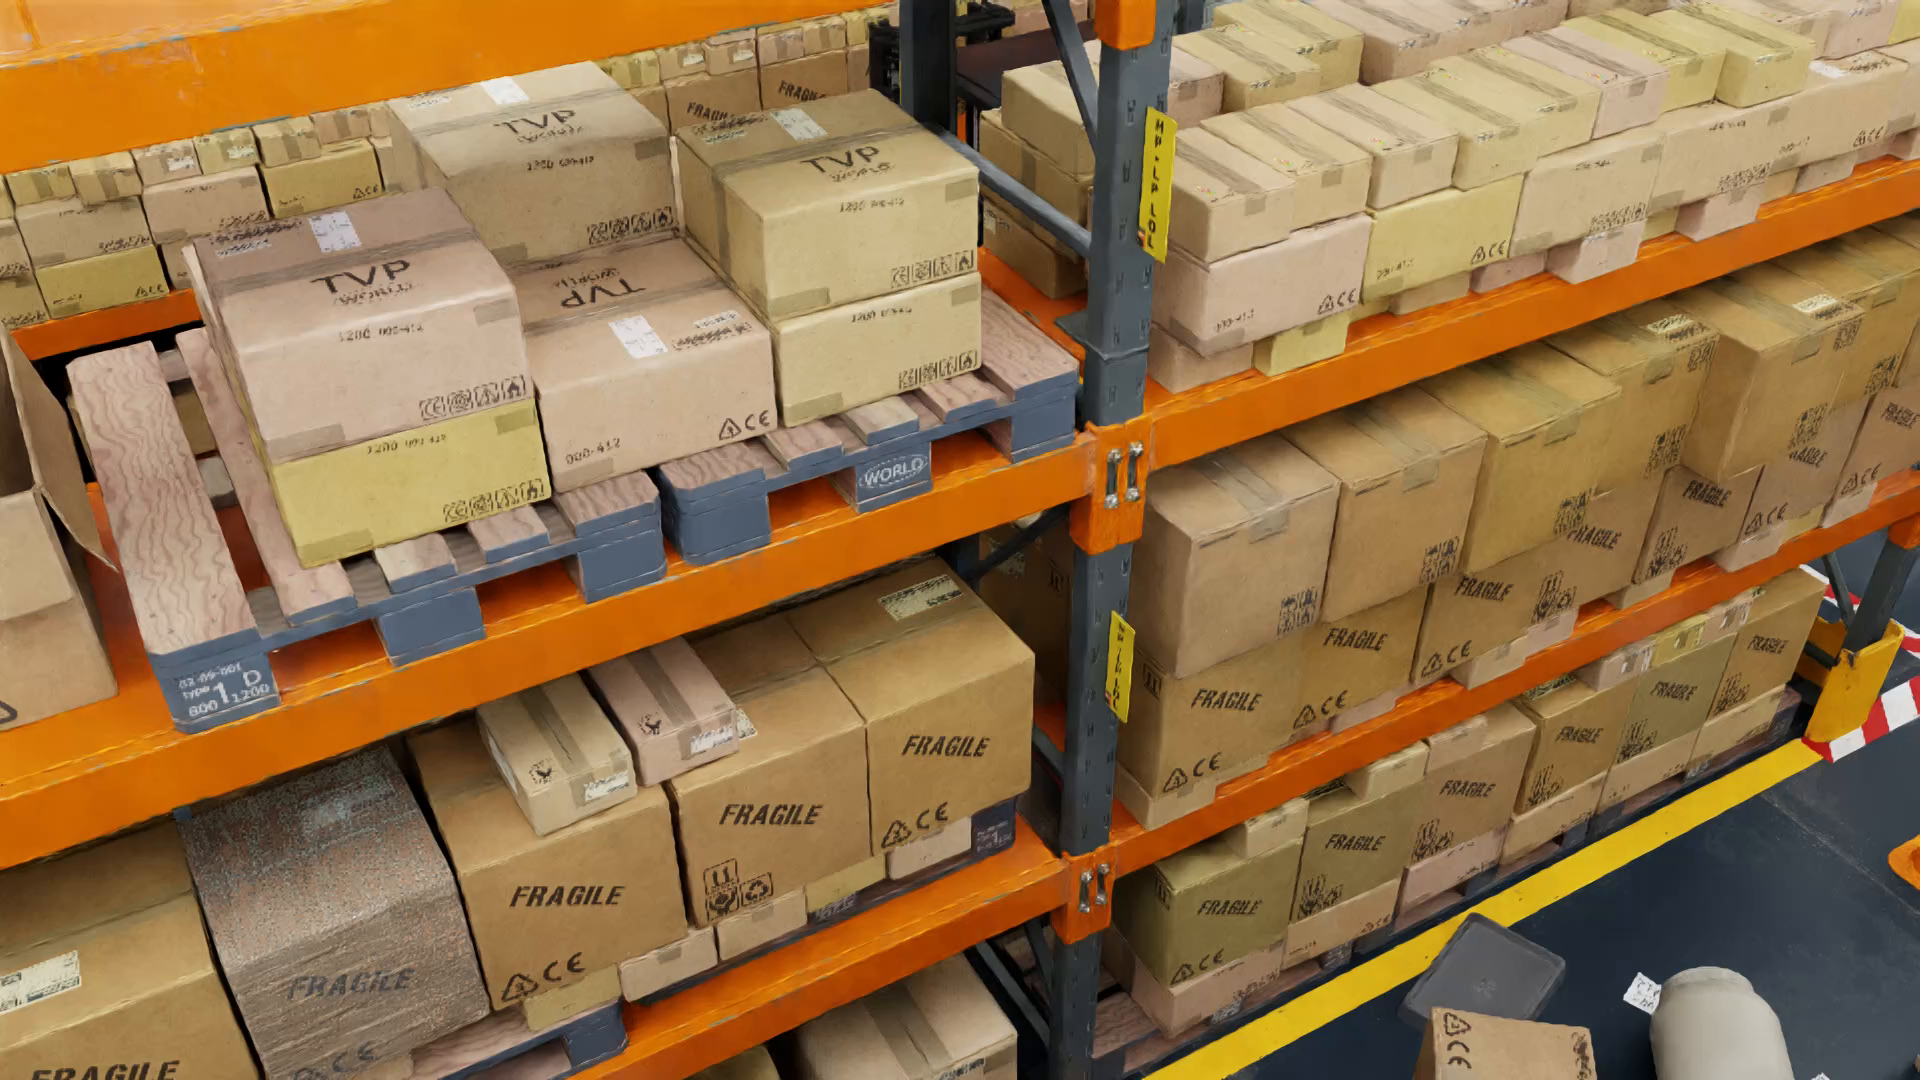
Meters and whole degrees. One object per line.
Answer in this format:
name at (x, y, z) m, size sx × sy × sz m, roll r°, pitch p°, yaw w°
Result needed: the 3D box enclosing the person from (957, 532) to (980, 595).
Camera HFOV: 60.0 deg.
person at (-0.003, 0.015, 6.890) m, size 0.486 × 1.662 × 0.438 m, roll 4°, pitch 37°, yaw 6°
